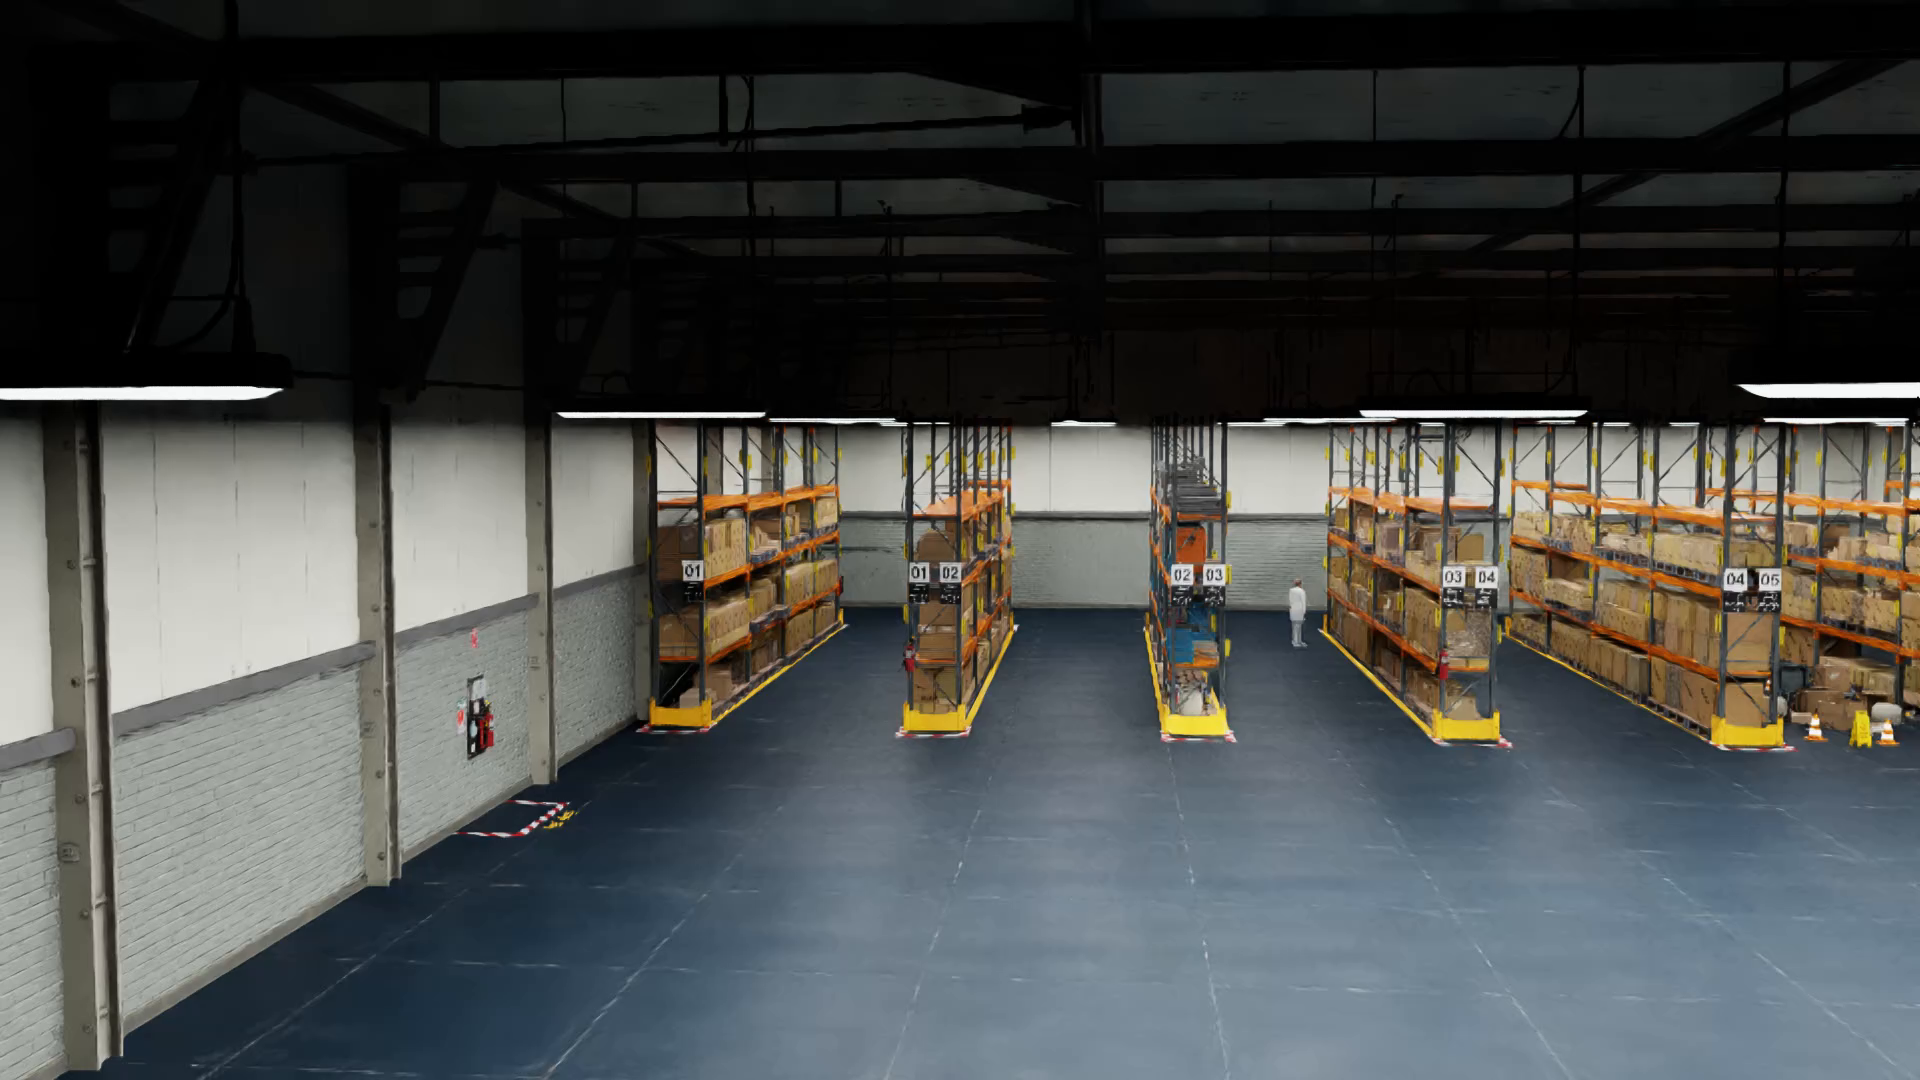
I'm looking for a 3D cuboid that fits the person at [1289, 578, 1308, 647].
[{"bbox_3d":[8.887,1.888,43.545,0.506,1.779,0.632,-2,4,-25],"label":"person"}]
